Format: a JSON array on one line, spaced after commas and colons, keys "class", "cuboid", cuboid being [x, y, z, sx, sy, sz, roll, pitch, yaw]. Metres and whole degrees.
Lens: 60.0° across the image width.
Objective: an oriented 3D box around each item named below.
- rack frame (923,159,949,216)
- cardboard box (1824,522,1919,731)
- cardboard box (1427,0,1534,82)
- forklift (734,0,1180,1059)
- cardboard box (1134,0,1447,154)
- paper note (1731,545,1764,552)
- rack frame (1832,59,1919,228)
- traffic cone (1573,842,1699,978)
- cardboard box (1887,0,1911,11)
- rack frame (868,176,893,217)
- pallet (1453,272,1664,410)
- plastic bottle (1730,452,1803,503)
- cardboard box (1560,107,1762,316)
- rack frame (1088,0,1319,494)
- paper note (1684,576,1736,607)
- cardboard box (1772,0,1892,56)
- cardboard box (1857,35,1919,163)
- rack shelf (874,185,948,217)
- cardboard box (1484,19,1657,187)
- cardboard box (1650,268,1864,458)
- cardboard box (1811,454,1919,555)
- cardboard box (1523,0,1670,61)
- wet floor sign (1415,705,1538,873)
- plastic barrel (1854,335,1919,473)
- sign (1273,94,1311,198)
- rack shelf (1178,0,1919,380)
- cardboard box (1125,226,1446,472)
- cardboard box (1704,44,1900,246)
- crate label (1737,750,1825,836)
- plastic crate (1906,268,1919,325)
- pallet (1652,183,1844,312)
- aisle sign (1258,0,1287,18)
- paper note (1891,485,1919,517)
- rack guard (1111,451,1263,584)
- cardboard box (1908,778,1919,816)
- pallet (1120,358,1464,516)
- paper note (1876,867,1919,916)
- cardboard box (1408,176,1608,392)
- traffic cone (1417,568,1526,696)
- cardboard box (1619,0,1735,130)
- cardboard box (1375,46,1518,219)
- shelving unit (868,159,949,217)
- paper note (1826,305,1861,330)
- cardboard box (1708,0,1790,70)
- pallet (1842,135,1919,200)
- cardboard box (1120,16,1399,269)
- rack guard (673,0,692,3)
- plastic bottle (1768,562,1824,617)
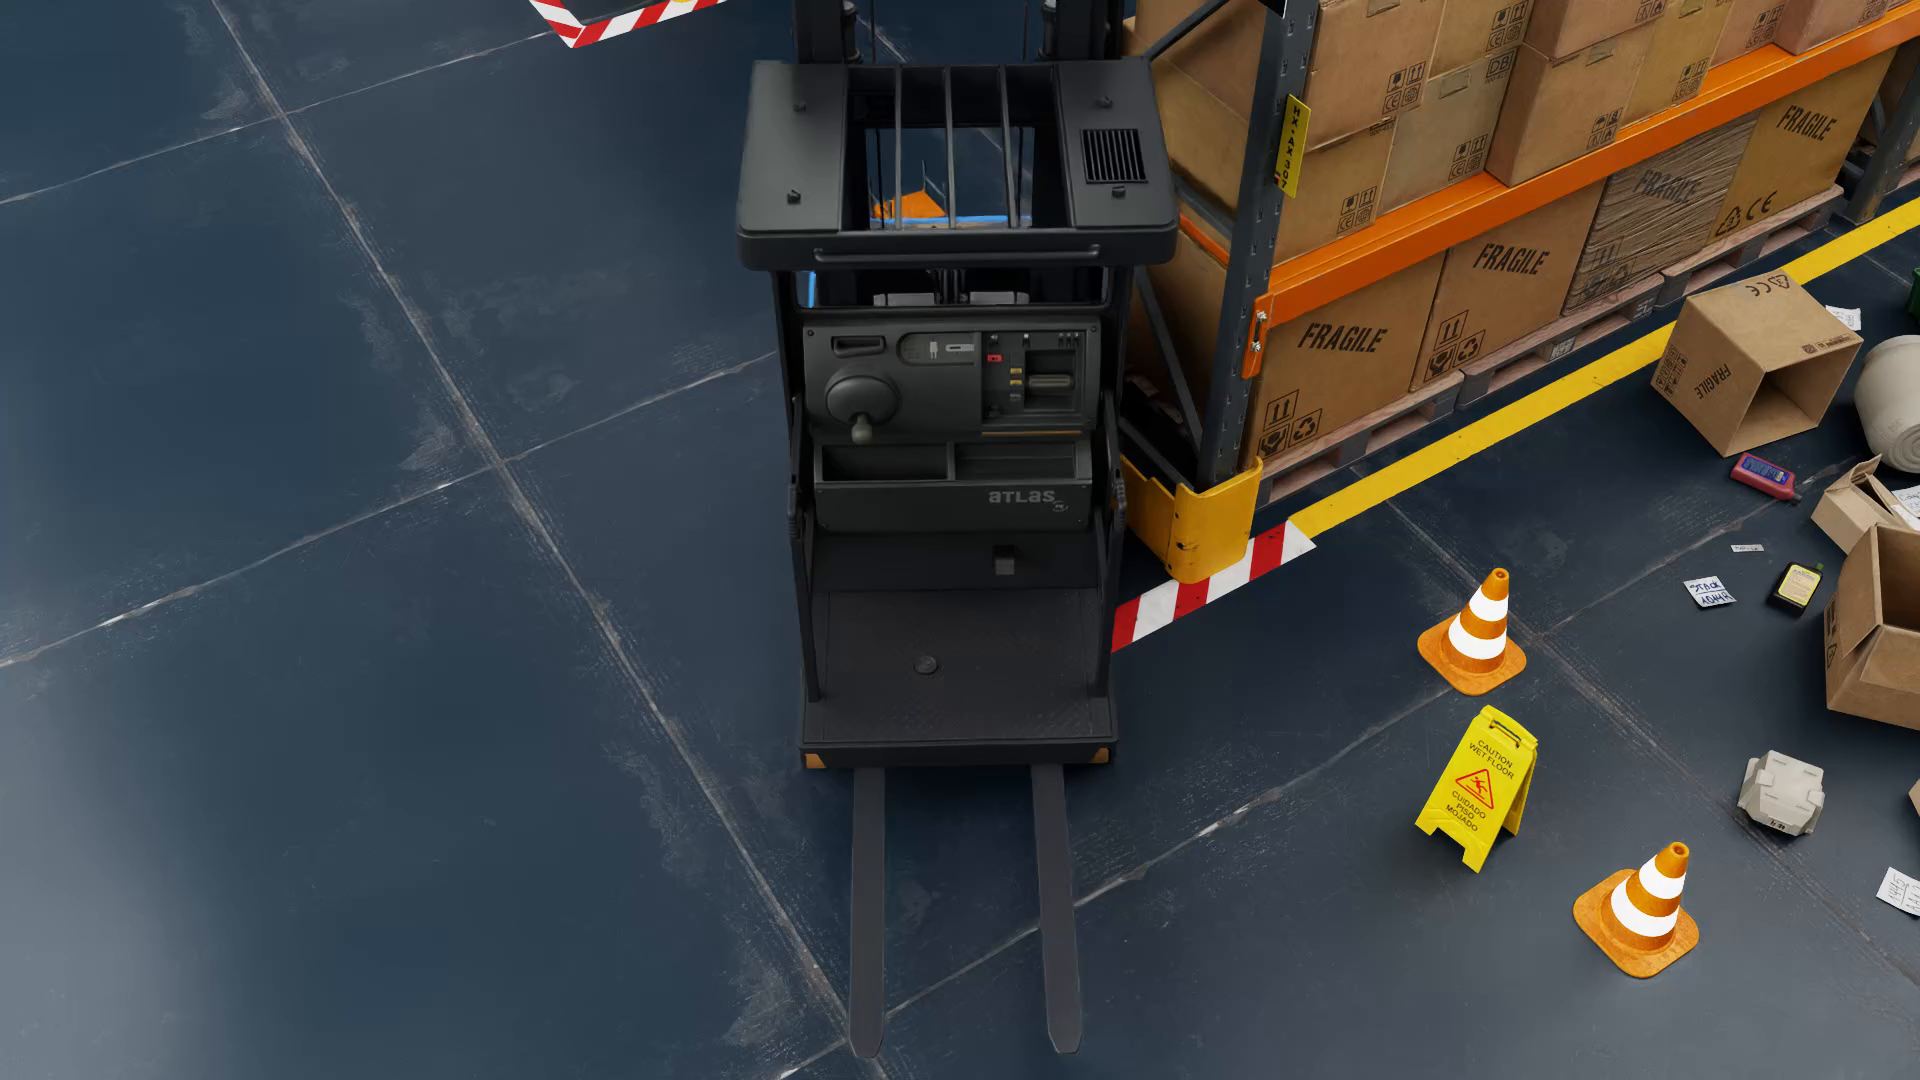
[{"class": "rack frame", "cuboid": [-0.085, -1.093, 6.958, 0.008, 1.050, 0.200, -22, 49, -19]}, {"class": "cardboard box", "cuboid": [3.594, 0.366, 6.032, 0.797, 0.503, 0.637, 13, 50, 12]}, {"class": "cardboard box", "cuboid": [1.483, -2.061, 5.699, 0.550, 0.550, 0.875, -25, 53, -21]}, {"class": "forklift", "cuboid": [-0.016, -0.403, 5.091, 1.130, 2.935, 3.031, -1, 48, -1]}, {"class": "cardboard box", "cuboid": [1.067, -1.784, 5.452, 0.550, 0.550, 0.875, -25, 53, -21]}, {"class": "paper note", "cuboid": [3.154, 0.032, 6.660, 0.123, 0.001, 0.032, -2, 48, -1]}, {"class": "rack frame", "cuboid": [4.116, -2.845, 7.221, 0.127, 3.000, 1.000, -25, 53, -21]}, {"class": "traffic cone", "cuboid": [2.255, 1.127, 5.382, 0.334, 0.463, 0.336, -25, 53, -21]}, {"class": "cardboard box", "cuboid": [3.810, -2.741, 7.027, 0.550, 0.550, 0.875, -25, 53, -21]}, {"class": "rack frame", "cuboid": [-0.299, -1.006, 6.880, 0.008, 1.050, 0.200, -22, 49, -19]}, {"class": "pallet", "cuboid": [2.398, -1.175, 7.601, 1.213, 0.211, 1.003, -25, 53, -21]}, {"class": "plastic bottle", "cuboid": [3.352, -0.252, 6.879, 0.283, 0.061, 0.133, 30, 55, 24]}, {"class": "cardboard box", "cuboid": [2.786, -1.710, 7.351, 0.875, 0.875, 0.875, -25, 53, -21]}, {"class": "rack frame", "cuboid": [0.733, -1.251, 5.801, 0.127, 3.000, 1.000, -25, 53, -21]}, {"class": "paper note", "cuboid": [2.930, 0.201, 6.497, 0.142, 0.017, 0.144, -9, 49, -8]}, {"class": "cardboard box", "cuboid": [3.357, -2.507, 6.819, 0.550, 0.550, 0.875, -25, 53, -21]}, {"class": "cardboard box", "cuboid": [4.593, -2.541, 8.175, 0.750, 0.750, 1.050, -25, 53, -21]}, {"class": "rack shelf", "cuboid": [-0.199, -1.241, 6.725, 0.240, 0.259, 0.215, -22, 49, -19]}, {"class": "cardboard box", "cuboid": [2.016, -1.855, 6.238, 0.550, 0.550, 0.875, -25, 53, -21]}, {"class": "cardboard box", "cuboid": [3.350, -0.748, 7.025, 0.500, 0.500, 0.500, -17, 51, -15]}, {"class": "cardboard box", "cuboid": [3.645, -0.088, 6.596, 0.258, 0.266, 0.396, -17, 51, -15]}, {"class": "cardboard box", "cuboid": [2.029, -2.199, 5.821, 0.550, 0.550, 0.875, -25, 53, -21]}, {"class": "wet floor sign", "cuboid": [1.765, 0.794, 5.556, 0.232, 0.644, 0.267, -34, 57, -27]}, {"class": "plastic barrel", "cuboid": [3.975, -0.568, 6.917, 0.421, 0.421, 0.512, 6, 49, 5]}, {"class": "sign", "cuboid": [1.024, -1.213, 5.134, 0.005, 0.325, 0.100, -25, 53, -21]}, {"class": "rack shelf", "cuboid": [2.424, -1.809, 6.780, 4.000, 0.370, 1.077, -25, 53, -21]}, {"class": "cardboard box", "cuboid": [1.271, -0.996, 6.716, 0.875, 0.875, 0.875, -25, 53, -21]}, {"class": "cardboard box", "cuboid": [3.546, -2.072, 7.673, 0.875, 0.875, 0.875, -24, 53, -20]}, {"class": "crate label", "cuboid": [2.887, 0.883, 5.818, 0.250, 0.136, 0.298, 21, 52, 18]}, {"class": "plastic crate", "cuboid": [4.668, -1.033, 7.451, 0.662, 0.188, 0.450, -2, 38, -1]}, {"class": "pallet", "cuboid": [3.431, -1.664, 8.036, 1.213, 0.211, 1.003, -25, 53, -21]}, {"class": "aisle sign", "cuboid": [0.833, -1.898, 4.636, 0.004, 0.787, 0.394, -25, 53, -21]}, {"class": "paper note", "cuboid": [3.944, -0.158, 6.821, 0.155, 0.023, 0.172, -9, 49, -8]}, {"class": "rack guard", "cuboid": [0.712, -0.411, 6.726, 0.348, 0.500, 1.175, -25, 53, -21]}, {"class": "cardboard box", "cuboid": [3.489, 0.985, 5.718, 0.250, 0.149, 0.380, -2, 48, -1]}, {"class": "pallet", "cuboid": [1.367, -0.692, 7.170, 1.213, 0.211, 1.003, -25, 53, -21]}, {"class": "paper note", "cuboid": [3.197, 1.188, 5.617, 0.148, 0.019, 0.142, 30, 55, 24]}, {"class": "cardboard box", "cuboid": [2.014, -1.348, 7.029, 0.875, 0.875, 0.875, -26, 53, -21]}, {"class": "traffic cone", "cuboid": [1.940, 0.278, 6.138, 0.334, 0.463, 0.336, -25, 53, -21]}, {"class": "cardboard box", "cuboid": [2.443, -2.092, 6.449, 0.500, 0.550, 0.875, -25, 53, -21]}, {"class": "cardboard box", "cuboid": [1.476, -1.711, 6.110, 0.550, 0.550, 0.875, -25, 53, -21]}, {"class": "shelving unit", "cuboid": [-0.192, -1.050, 6.919, 0.252, 1.050, 0.215, -22, 49, -19]}, {"class": "paper note", "cuboid": [4.030, -1.018, 7.581, 0.147, 0.020, 0.142, 13, 50, 12]}, {"class": "cardboard box", "cuboid": [2.837, -2.366, 6.694, 0.550, 0.550, 0.875, -25, 53, -21]}, {"class": "pallet", "cuboid": [4.728, -2.273, 8.578, 1.213, 0.211, 1.003, -25, 53, -21]}, {"class": "cardboard box", "cuboid": [1.022, -1.478, 5.902, 0.550, 0.550, 0.875, -25, 53, -21]}, {"class": "rack guard", "cuboid": [-1.764, -3.623, 9.587, 0.348, 0.500, 1.175, -25, 53, -21]}, {"class": "plastic bottle", "cuboid": [3.277, 0.171, 6.502, 0.133, 0.061, 0.283, 30, 55, 24]}]
